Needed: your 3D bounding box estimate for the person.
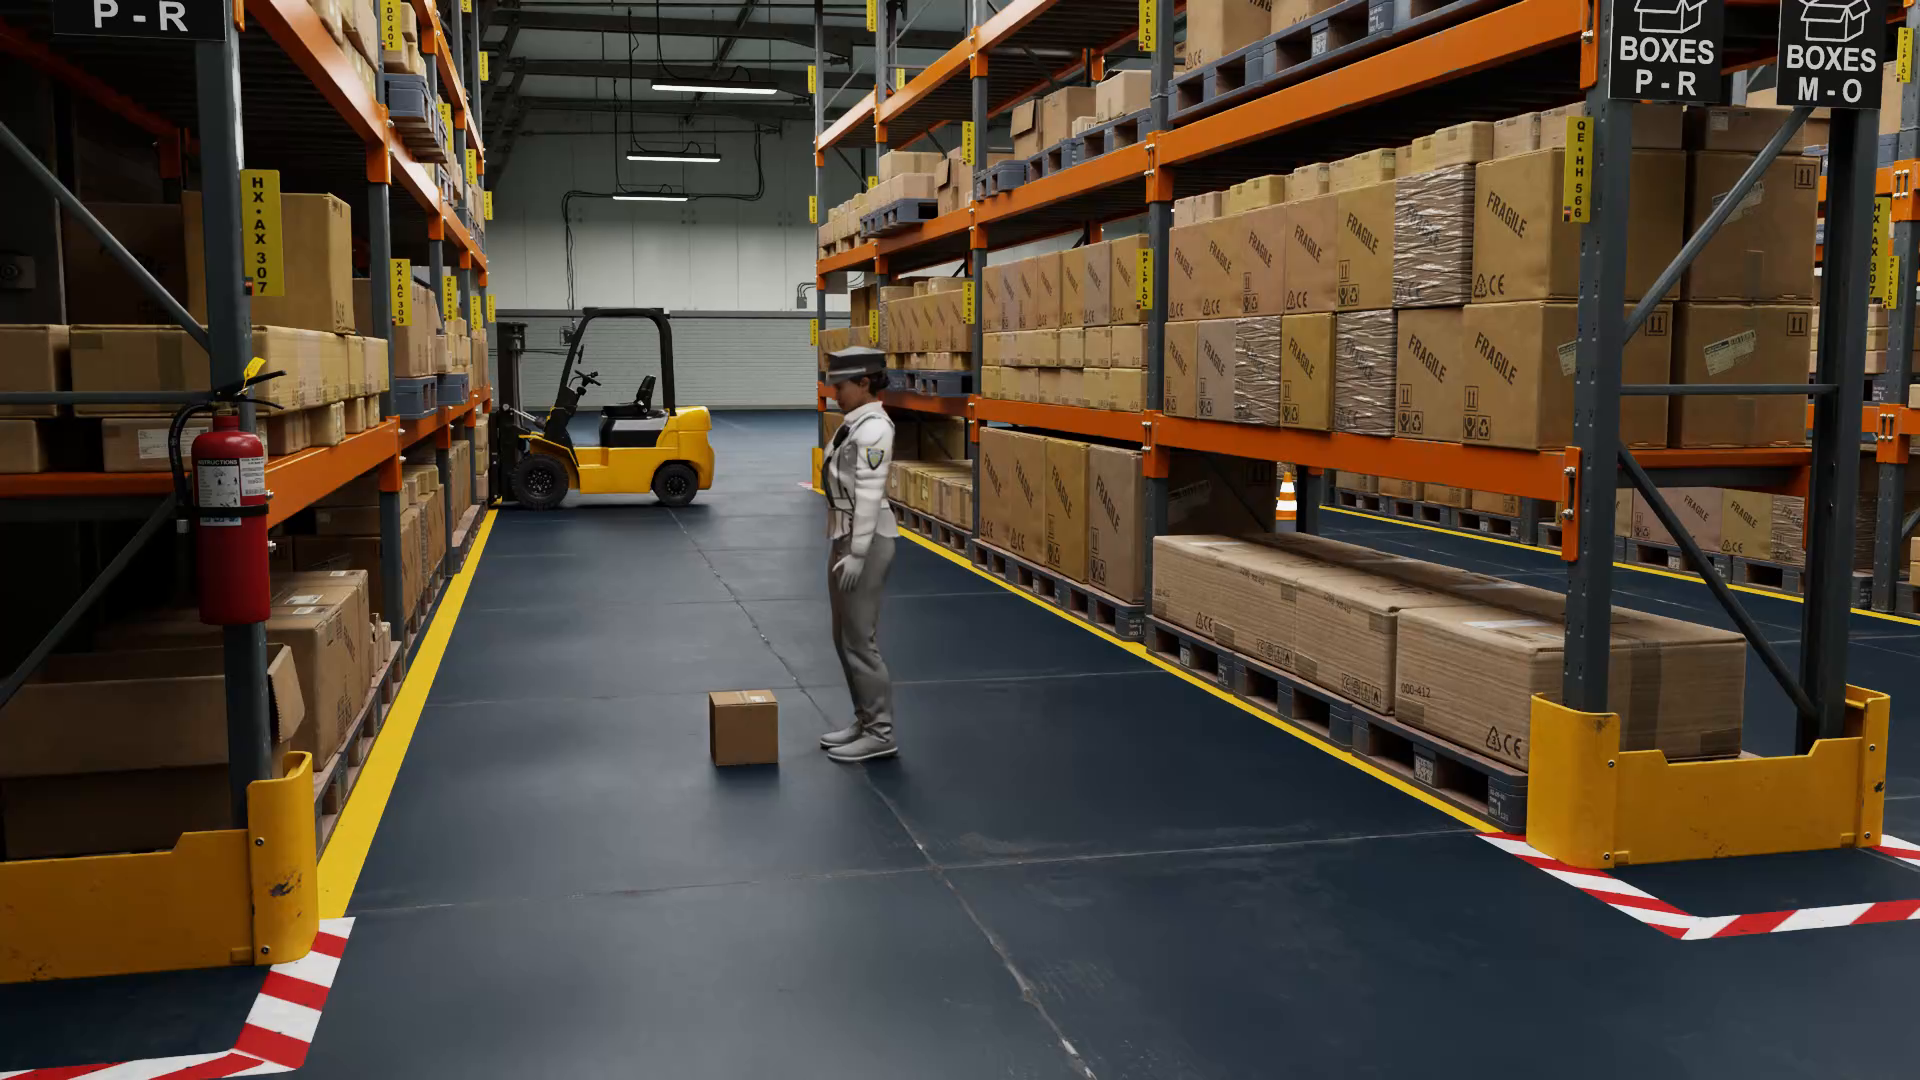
[{"bbox_3d":[-0.407,0.053,6.737,0.327,1.661,0.473,-1,6,-13],"label":"person"}]
